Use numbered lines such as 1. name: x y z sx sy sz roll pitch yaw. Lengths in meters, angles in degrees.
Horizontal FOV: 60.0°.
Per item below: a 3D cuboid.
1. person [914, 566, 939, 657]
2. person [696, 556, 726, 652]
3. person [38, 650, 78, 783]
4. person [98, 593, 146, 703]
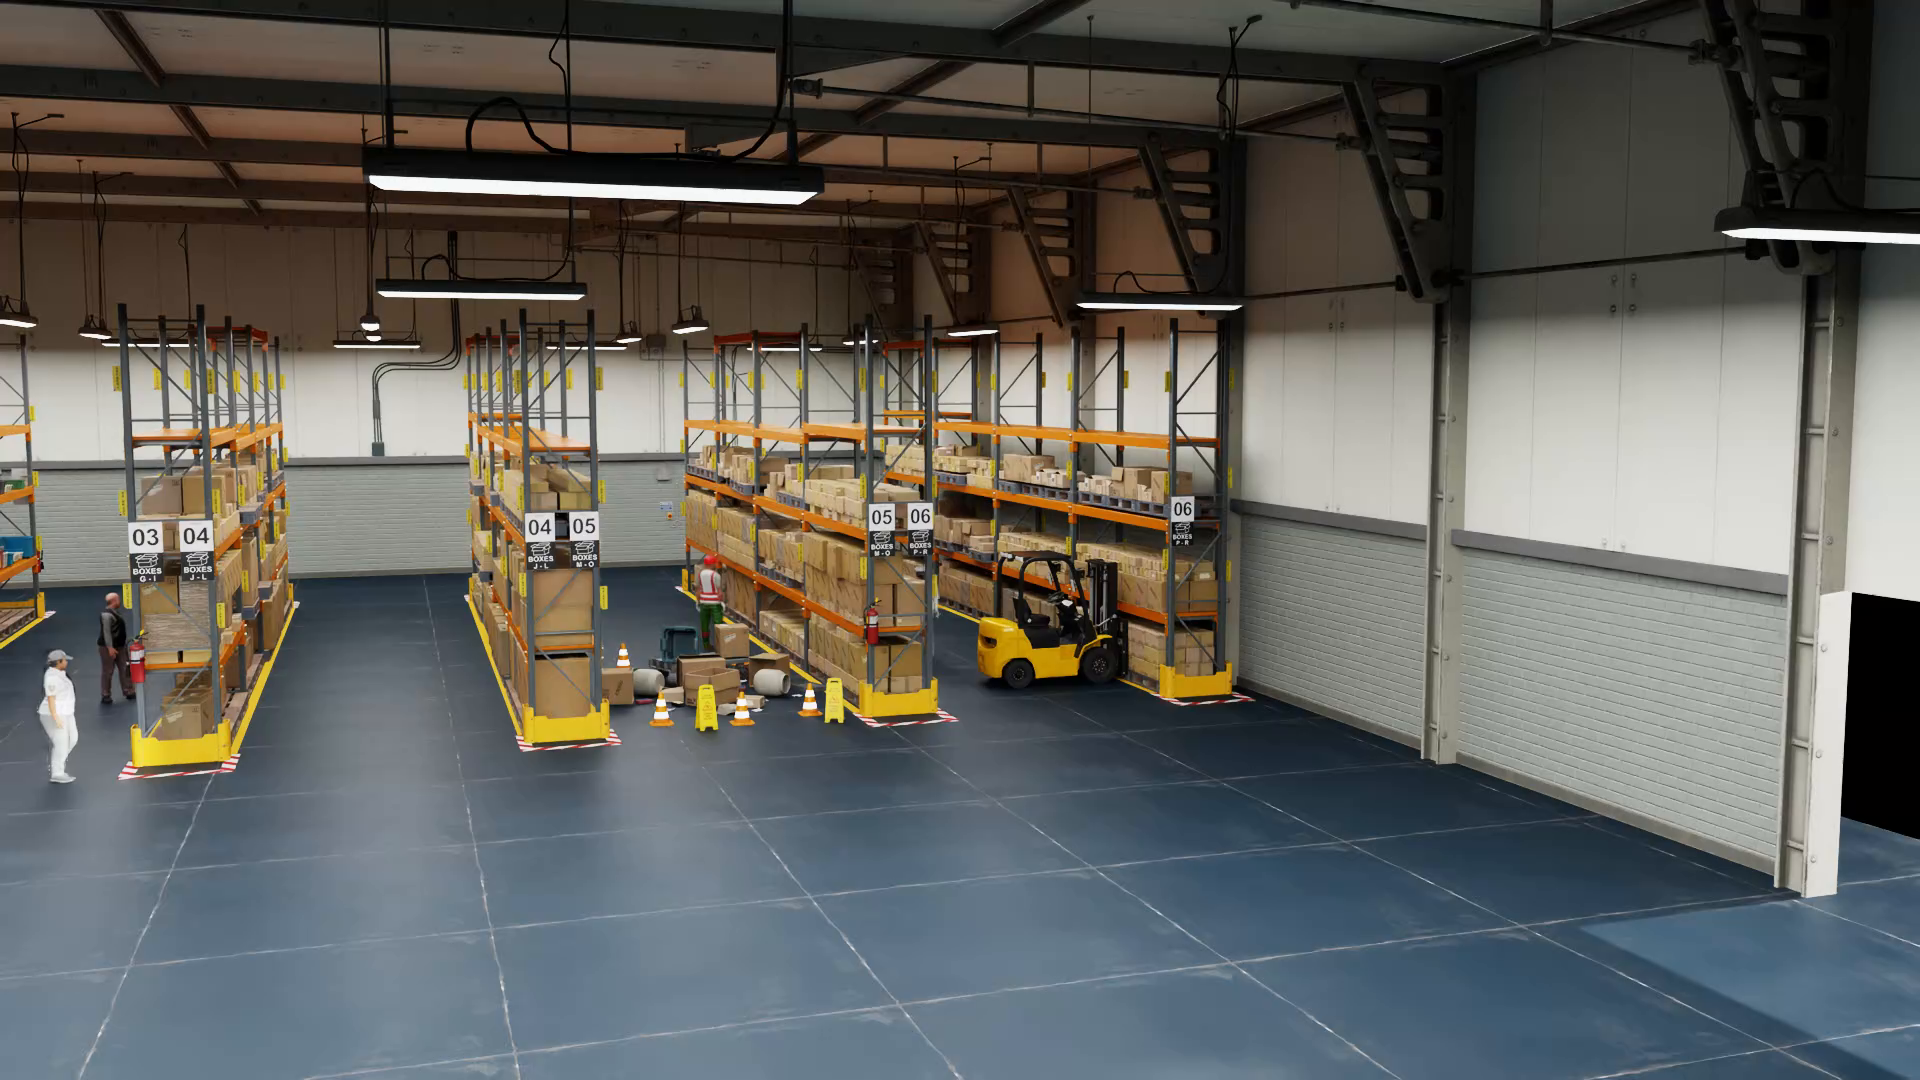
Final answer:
1. person: -0.700 1.335 30.361 0.533 1.701 0.710 -2 6 -20
2. person: -4.642 1.180 31.056 0.583 1.791 0.589 1 5 8
3. person: -11.365 2.214 20.908 0.461 1.683 0.562 -1 5 -8
4. person: -13.202 1.684 26.048 0.577 1.716 0.569 1 5 6
